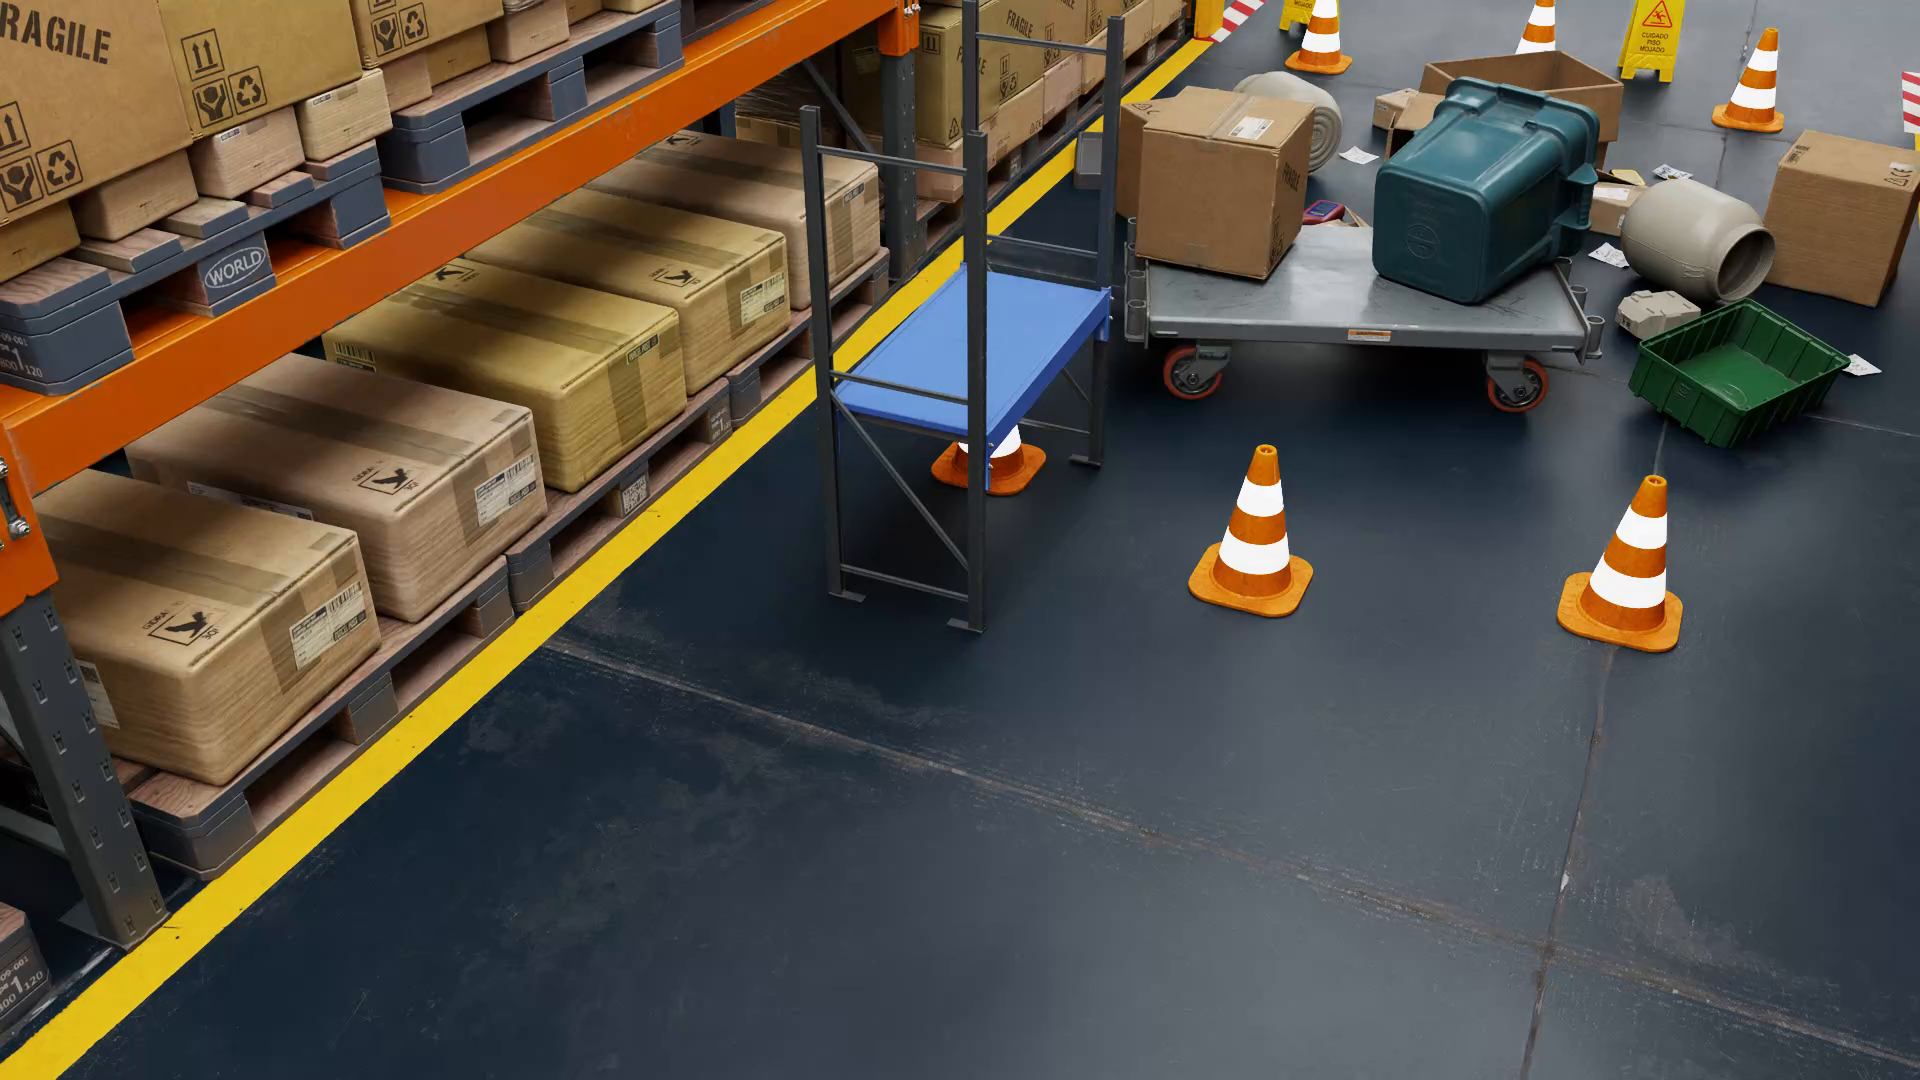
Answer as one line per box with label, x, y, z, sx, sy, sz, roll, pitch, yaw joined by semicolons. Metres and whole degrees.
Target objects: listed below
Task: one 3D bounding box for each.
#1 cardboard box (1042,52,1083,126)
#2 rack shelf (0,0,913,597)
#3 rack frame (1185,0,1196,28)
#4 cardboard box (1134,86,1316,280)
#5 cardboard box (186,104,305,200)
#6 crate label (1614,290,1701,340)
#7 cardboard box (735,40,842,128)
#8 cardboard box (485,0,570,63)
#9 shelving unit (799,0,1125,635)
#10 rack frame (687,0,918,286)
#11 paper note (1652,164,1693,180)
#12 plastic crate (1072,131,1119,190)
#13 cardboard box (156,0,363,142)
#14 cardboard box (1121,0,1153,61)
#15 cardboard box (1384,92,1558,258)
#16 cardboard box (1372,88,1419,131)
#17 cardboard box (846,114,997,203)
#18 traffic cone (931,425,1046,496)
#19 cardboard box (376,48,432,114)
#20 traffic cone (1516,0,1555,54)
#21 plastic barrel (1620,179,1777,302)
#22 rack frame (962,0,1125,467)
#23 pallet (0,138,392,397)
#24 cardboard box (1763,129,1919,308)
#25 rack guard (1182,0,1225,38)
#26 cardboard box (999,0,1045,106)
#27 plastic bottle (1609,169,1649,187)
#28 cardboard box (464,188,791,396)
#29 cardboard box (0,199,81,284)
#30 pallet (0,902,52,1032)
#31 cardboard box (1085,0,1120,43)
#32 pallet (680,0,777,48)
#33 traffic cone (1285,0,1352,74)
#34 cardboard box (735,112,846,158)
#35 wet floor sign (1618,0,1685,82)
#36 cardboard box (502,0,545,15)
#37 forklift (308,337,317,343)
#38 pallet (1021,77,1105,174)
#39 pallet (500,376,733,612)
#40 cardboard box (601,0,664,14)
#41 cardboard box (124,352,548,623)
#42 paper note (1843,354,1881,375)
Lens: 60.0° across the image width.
cardboard box;0.270;-2.236;8.049;0.500;0.250;0.500;14;36;20
rack shelf;-1.492;-1.148;4.921;1.077;0.370;4.000;14;36;20
rack frame;1.019;-4.437;9.281;1.000;3.000;0.127;14;36;20
cardboard box;0.974;-1.323;6.121;0.500;0.500;0.500;14;36;20
cardboard box;-1.718;-0.901;3.735;0.380;0.149;0.250;12;35;17
crate label;2.708;-0.863;6.441;0.298;0.136;0.250;-9;34;-13
cardboard box;-0.651;-2.140;7.219;0.500;0.500;0.500;14;36;20
cardboard box;-1.303;-1.436;4.551;0.380;0.149;0.250;15;36;22
shelving unit;0.041;-0.671;4.892;0.538;1.500;1.048;14;36;20
rack frame;-0.655;-2.445;6.243;1.000;3.000;0.127;14;36;20
paper note;3.376;-1.739;7.875;0.144;0.017;0.142;29;43;36
plastic crate;0.747;-1.818;7.949;0.402;0.080;0.583;3;33;4
cardboard box;-1.718;-1.227;3.640;0.500;0.500;0.500;16;37;23
cardboard box;0.701;-2.742;8.821;0.500;0.250;0.500;14;36;21
cardboard box;2.200;-1.526;6.995;0.797;0.637;0.503;14;36;20
cardboard box;2.305;-2.129;8.361;0.250;0.149;0.380;-21;39;-29
cardboard box;-0.163;-1.702;7.235;0.500;0.250;0.500;13;35;18
traffic cone;0.098;-0.445;5.507;0.336;0.463;0.334;14;36;20
cardboard box;-1.554;-1.171;4.147;0.380;0.149;0.250;16;37;23
traffic cone;3.161;-2.781;9.069;0.336;0.463;0.334;14;36;20
plastic barrel;2.965;-1.199;6.692;0.421;0.421;0.512;-15;36;-21
rack frame;0.245;-0.932;5.277;0.500;1.500;0.032;14;36;20
pallet;-2.127;-0.752;3.836;1.213;0.211;1.003;14;36;20
cardboard box;3.601;-1.324;6.811;0.500;0.500;0.500;21;39;28
rack guard;0.987;-3.354;9.909;1.175;0.500;0.348;14;36;20
cardboard box;0.051;-2.285;7.440;0.500;0.500;0.500;16;36;22
plastic bottle;3.099;-1.636;7.690;0.133;0.061;0.283;3;33;4
cardboard box;-1.170;-0.901;5.902;0.950;0.372;0.625;16;37;23
cardboard box;-2.023;-0.642;3.340;0.380;0.149;0.250;12;35;18
pallet;-2.727;1.089;3.397;1.003;0.211;1.213;14;36;20
cardboard box;0.488;-2.807;8.236;0.500;0.500;0.500;13;36;19
pallet;-1.107;-2.017;5.766;1.003;0.211;1.213;14;36;20
traffic cone;2.010;-2.866;9.199;0.336;0.463;0.334;14;36;20
cardboard box;-0.652;-1.827;7.425;0.500;0.250;0.500;16;36;23
wet floor sign;3.771;-2.836;8.986;0.267;0.644;0.232;8;34;12
cardboard box;-1.286;-1.740;4.422;0.500;0.500;0.500;13;35;19
forklift;-3.024;-2.065;5.726;1.130;2.935;3.031;13;36;20
pallet;0.103;-2.231;8.460;1.003;0.211;1.213;14;36;20
pallet;-1.488;-0.281;5.486;1.003;0.211;1.213;14;36;20
cardboard box;-1.059;-1.691;4.939;0.380;0.149;0.250;14;36;20
cardboard box;-1.781;-0.178;4.799;0.950;0.372;0.625;13;36;20
paper note;3.342;-0.661;6.229;0.147;0.020;0.142;-9;34;-13
